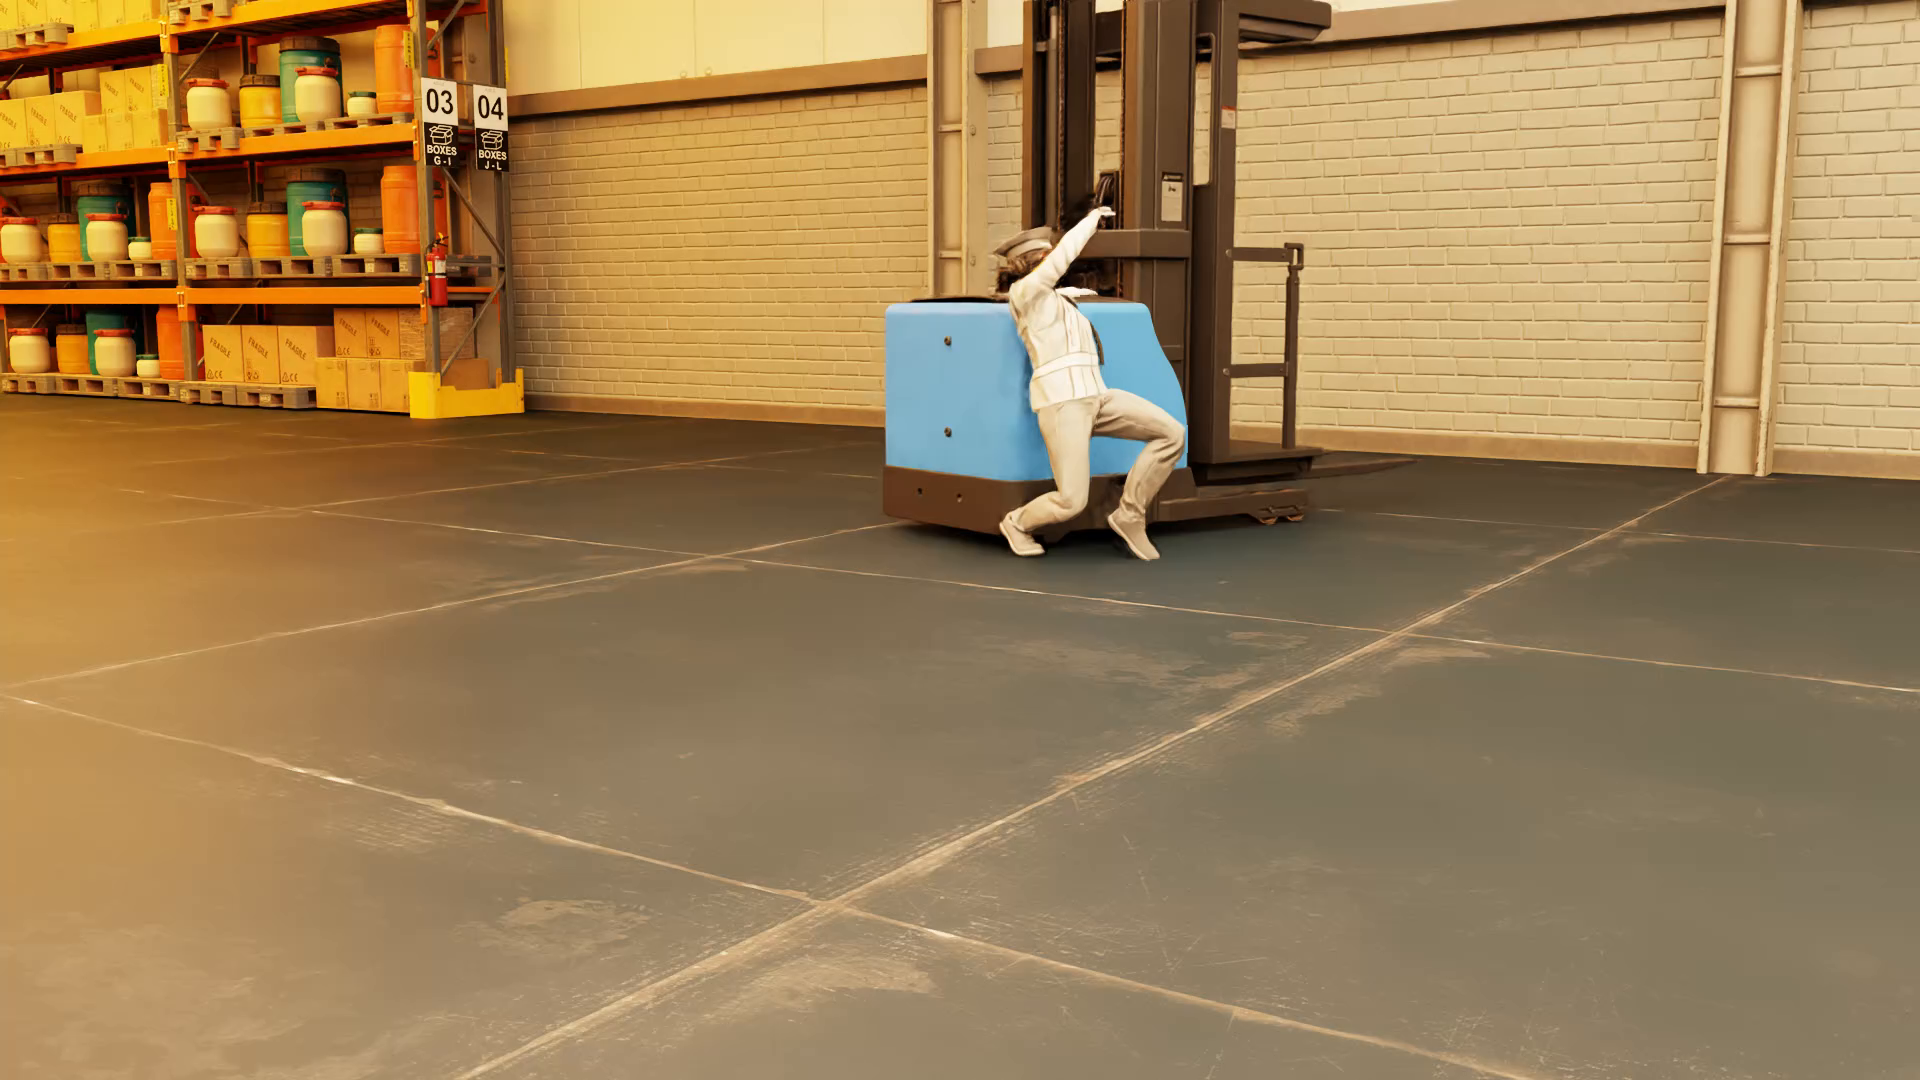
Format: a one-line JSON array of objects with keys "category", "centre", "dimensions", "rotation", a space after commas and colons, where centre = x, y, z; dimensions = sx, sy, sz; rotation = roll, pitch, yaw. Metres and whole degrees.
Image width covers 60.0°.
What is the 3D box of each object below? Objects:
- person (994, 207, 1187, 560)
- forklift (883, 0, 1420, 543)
[{"category": "person", "centre": [0.636, -0.667, 7.175], "dimensions": [0.825, 1.493, 1.003], "rotation": [4, 9, 28]}, {"category": "forklift", "centre": [1.111, -1.577, 8.282], "dimensions": [3.031, 2.935, 1.130], "rotation": [-6, 10, -37]}]
